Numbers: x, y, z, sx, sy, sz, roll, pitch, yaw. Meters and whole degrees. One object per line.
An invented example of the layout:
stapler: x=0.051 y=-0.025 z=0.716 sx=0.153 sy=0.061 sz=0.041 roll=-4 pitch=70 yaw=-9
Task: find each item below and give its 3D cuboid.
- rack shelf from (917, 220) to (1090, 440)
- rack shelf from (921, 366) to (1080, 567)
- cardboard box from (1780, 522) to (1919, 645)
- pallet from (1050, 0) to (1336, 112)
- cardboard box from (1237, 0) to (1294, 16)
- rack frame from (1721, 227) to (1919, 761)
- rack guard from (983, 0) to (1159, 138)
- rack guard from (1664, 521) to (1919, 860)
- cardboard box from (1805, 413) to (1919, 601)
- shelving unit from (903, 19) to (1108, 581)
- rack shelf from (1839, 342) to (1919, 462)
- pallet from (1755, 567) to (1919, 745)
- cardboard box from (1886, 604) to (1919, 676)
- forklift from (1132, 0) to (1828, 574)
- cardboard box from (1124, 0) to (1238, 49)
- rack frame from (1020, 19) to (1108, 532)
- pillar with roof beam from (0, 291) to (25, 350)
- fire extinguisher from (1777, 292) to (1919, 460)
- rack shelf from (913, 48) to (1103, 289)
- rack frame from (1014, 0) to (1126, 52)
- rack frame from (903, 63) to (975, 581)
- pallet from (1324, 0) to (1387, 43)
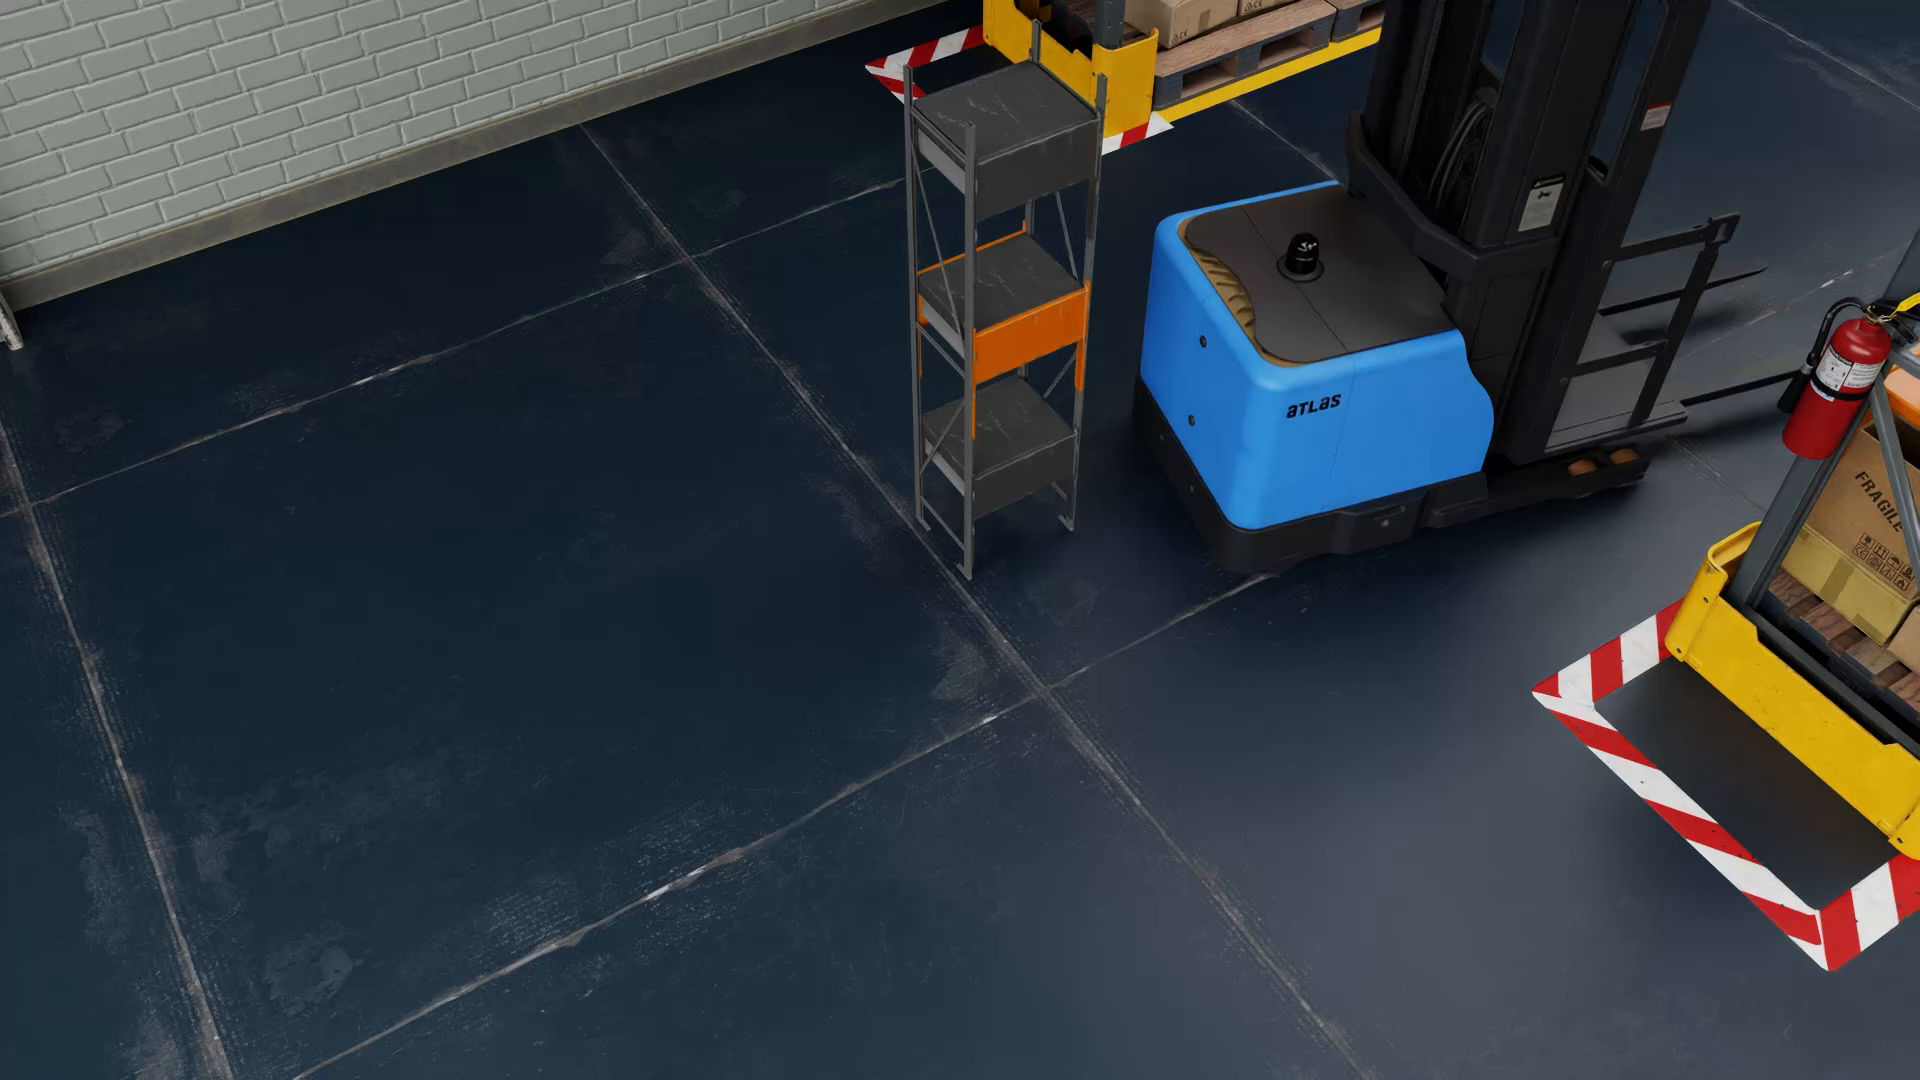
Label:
rack shelf: x=0.140 y=-0.755 z=5.980 sx=0.480 sy=0.518 sz=0.431 roll=-25 pitch=53 yaw=-21
rack shelf: x=0.140 y=-0.290 z=6.503 sx=0.480 sy=0.518 sz=0.431 roll=-25 pitch=53 yaw=-21
cardboard box: x=3.435 y=0.050 z=6.202 sx=0.500 sy=0.250 sz=0.500 roll=-25 pitch=53 yaw=-21
pallet: x=1.263 y=-2.856 z=9.097 sx=1.213 sy=0.211 sz=1.003 roll=-25 pitch=53 yaw=-21
cardboard box: x=1.608 y=-3.150 z=8.997 sx=0.500 sy=0.311 sz=0.500 roll=-21 pitch=52 yaw=-18
rack frame: x=3.139 y=-0.324 z=4.975 sx=0.127 sy=3.000 sz=1.000 roll=-25 pitch=53 yaw=-21
rack guard: x=0.557 y=-2.650 z=8.721 sx=0.348 sy=0.500 sz=1.175 roll=-25 pitch=53 yaw=-21
rack guard: x=3.119 y=0.517 z=5.900 sx=0.348 sy=0.500 sz=1.175 roll=-25 pitch=53 yaw=-21
cardboard box: x=3.434 y=-0.200 z=5.923 sx=0.500 sy=0.500 sz=0.500 roll=-25 pitch=53 yaw=-21
shelving unit: x=0.140 y=-0.764 z=5.970 sx=0.503 sy=2.100 sz=0.431 roll=-25 pitch=53 yaw=-21
rack shelf: x=4.831 y=-0.882 z=5.954 sx=4.000 sy=0.370 sz=1.077 roll=-25 pitch=53 yaw=-21
pallet: x=3.764 y=0.272 z=6.312 sx=1.213 sy=0.211 sz=1.003 roll=-25 pitch=53 yaw=-21
cardboard box: x=3.712 y=0.377 z=5.911 sx=0.500 sy=0.250 sz=0.500 roll=-25 pitch=53 yaw=-21
forklift: x=2.306 y=-1.507 z=6.075 sx=3.031 sy=2.935 sz=1.130 roll=-14 pitch=50 yaw=-12
cardboard box: x=1.126 y=-2.922 z=8.795 sx=0.500 sy=0.311 sz=0.500 roll=-31 pitch=55 yaw=-25
rack frame: x=0.346 y=-0.861 z=6.056 sx=0.015 sy=2.100 sz=0.400 roll=-25 pitch=53 yaw=-21
pillar with roof beam: x=-2.154 y=-1.162 z=1.704 sx=0.400 sy=9.000 sz=9.100 roll=-25 pitch=53 yaw=-21
fire extinguisher: x=2.791 y=-0.545 z=5.224 sx=0.183 sy=0.674 sz=0.296 roll=-25 pitch=53 yaw=-21
rack shelf: x=0.140 y=-1.221 z=5.457 sx=0.480 sy=0.518 sz=0.431 roll=-25 pitch=53 yaw=-21
rack frame: x=0.493 y=-3.451 z=7.760 sx=0.127 sy=3.000 sz=1.000 roll=-25 pitch=53 yaw=-21
rack frame: x=-0.066 y=-0.667 z=5.883 sx=0.015 sy=2.100 sz=0.400 roll=-25 pitch=53 yaw=-21
pallet: x=2.294 y=-3.339 z=9.527 sx=1.213 sy=0.211 sz=1.003 roll=-25 pitch=53 yaw=-21
